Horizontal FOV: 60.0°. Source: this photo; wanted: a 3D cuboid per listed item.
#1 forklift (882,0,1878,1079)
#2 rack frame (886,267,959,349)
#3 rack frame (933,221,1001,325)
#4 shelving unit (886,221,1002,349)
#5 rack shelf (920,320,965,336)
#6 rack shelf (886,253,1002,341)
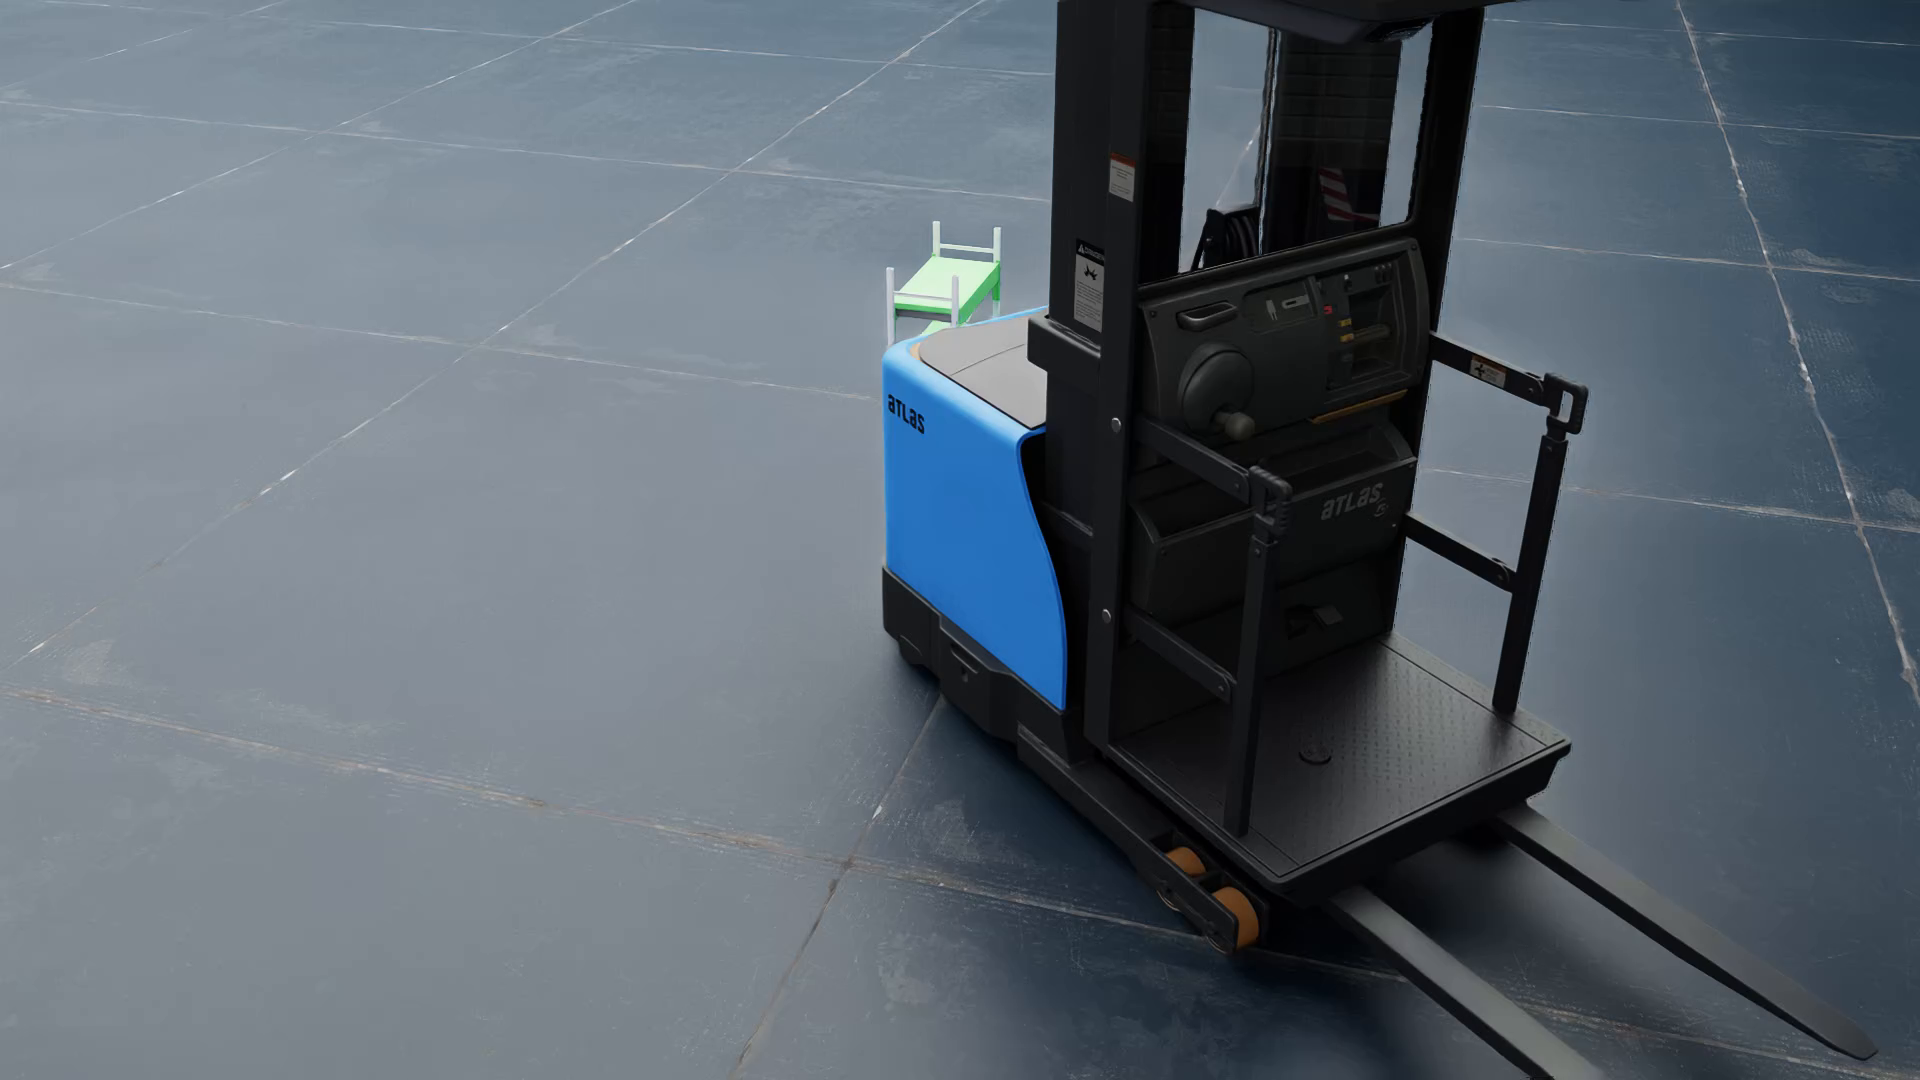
[{"bbox_3d":[0.964,-0.472,4.083,1.130,2.935,3.031,-17,34,-28],"label":"forklift"},{"bbox_3d":[-0.120,-0.334,5.616,0.240,1.200,0.015,8,30,15],"label":"rack frame"},{"bbox_3d":[0.023,-0.561,6.024,0.240,1.200,0.015,8,30,15],"label":"rack frame"},{"bbox_3d":[-0.049,-0.447,5.820,0.258,1.200,0.503,8,30,15],"label":"shelving unit"},{"bbox_3d":[-0.049,-0.601,5.734,0.258,0.148,0.480,8,30,15],"label":"rack shelf"},{"bbox_3d":[-0.049,-0.811,5.618,0.258,0.148,0.480,8,30,15],"label":"rack shelf"}]
